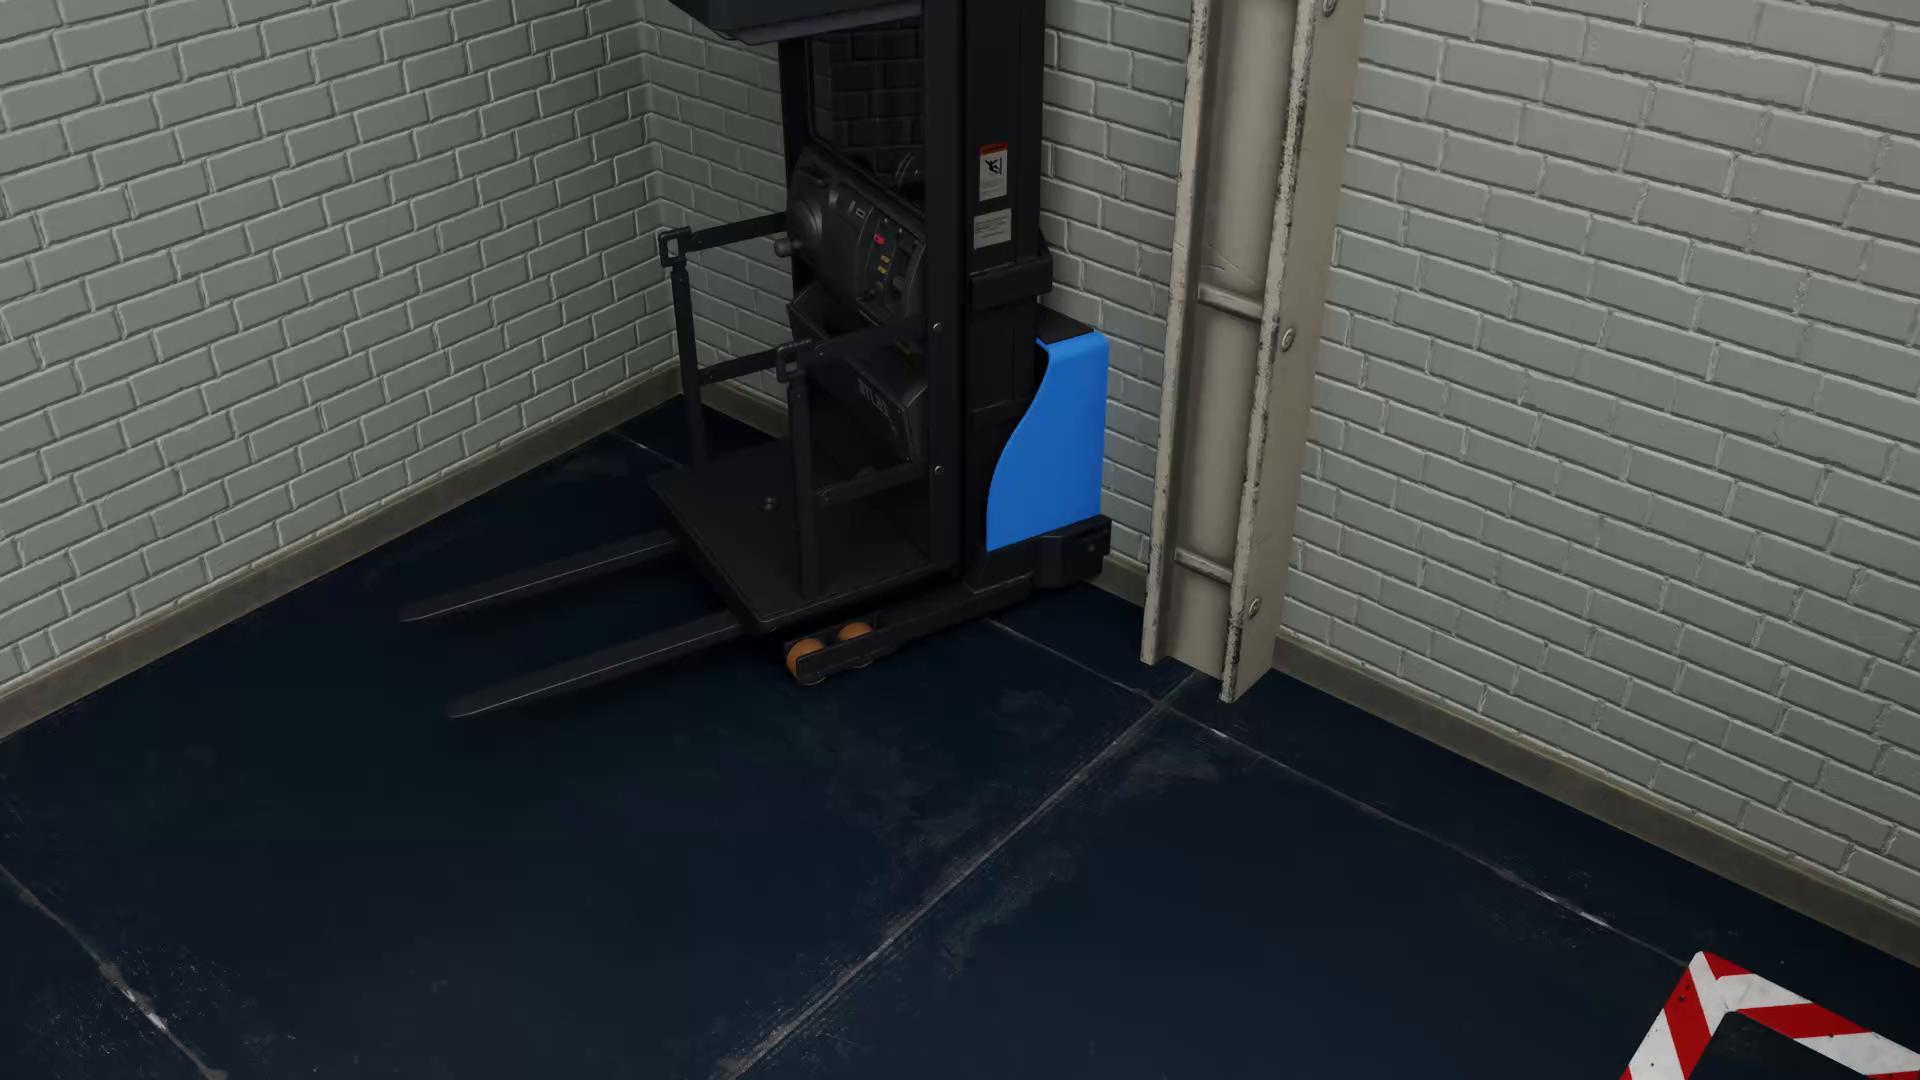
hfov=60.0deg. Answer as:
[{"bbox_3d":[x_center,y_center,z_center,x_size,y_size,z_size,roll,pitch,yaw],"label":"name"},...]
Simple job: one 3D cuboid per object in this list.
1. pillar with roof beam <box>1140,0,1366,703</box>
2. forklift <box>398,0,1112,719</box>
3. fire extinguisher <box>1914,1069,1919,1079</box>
[{"bbox_3d":[-1.846,-1.393,0.829,0.400,9.000,9.100,25,42,32],"label":"pillar with roof beam"},{"bbox_3d":[-0.545,-1.029,5.660,3.031,2.935,1.130,-18,38,-24],"label":"forklift"},{"bbox_3d":[1.995,0.909,3.174,0.183,0.674,0.296,25,42,32],"label":"fire extinguisher"}]
